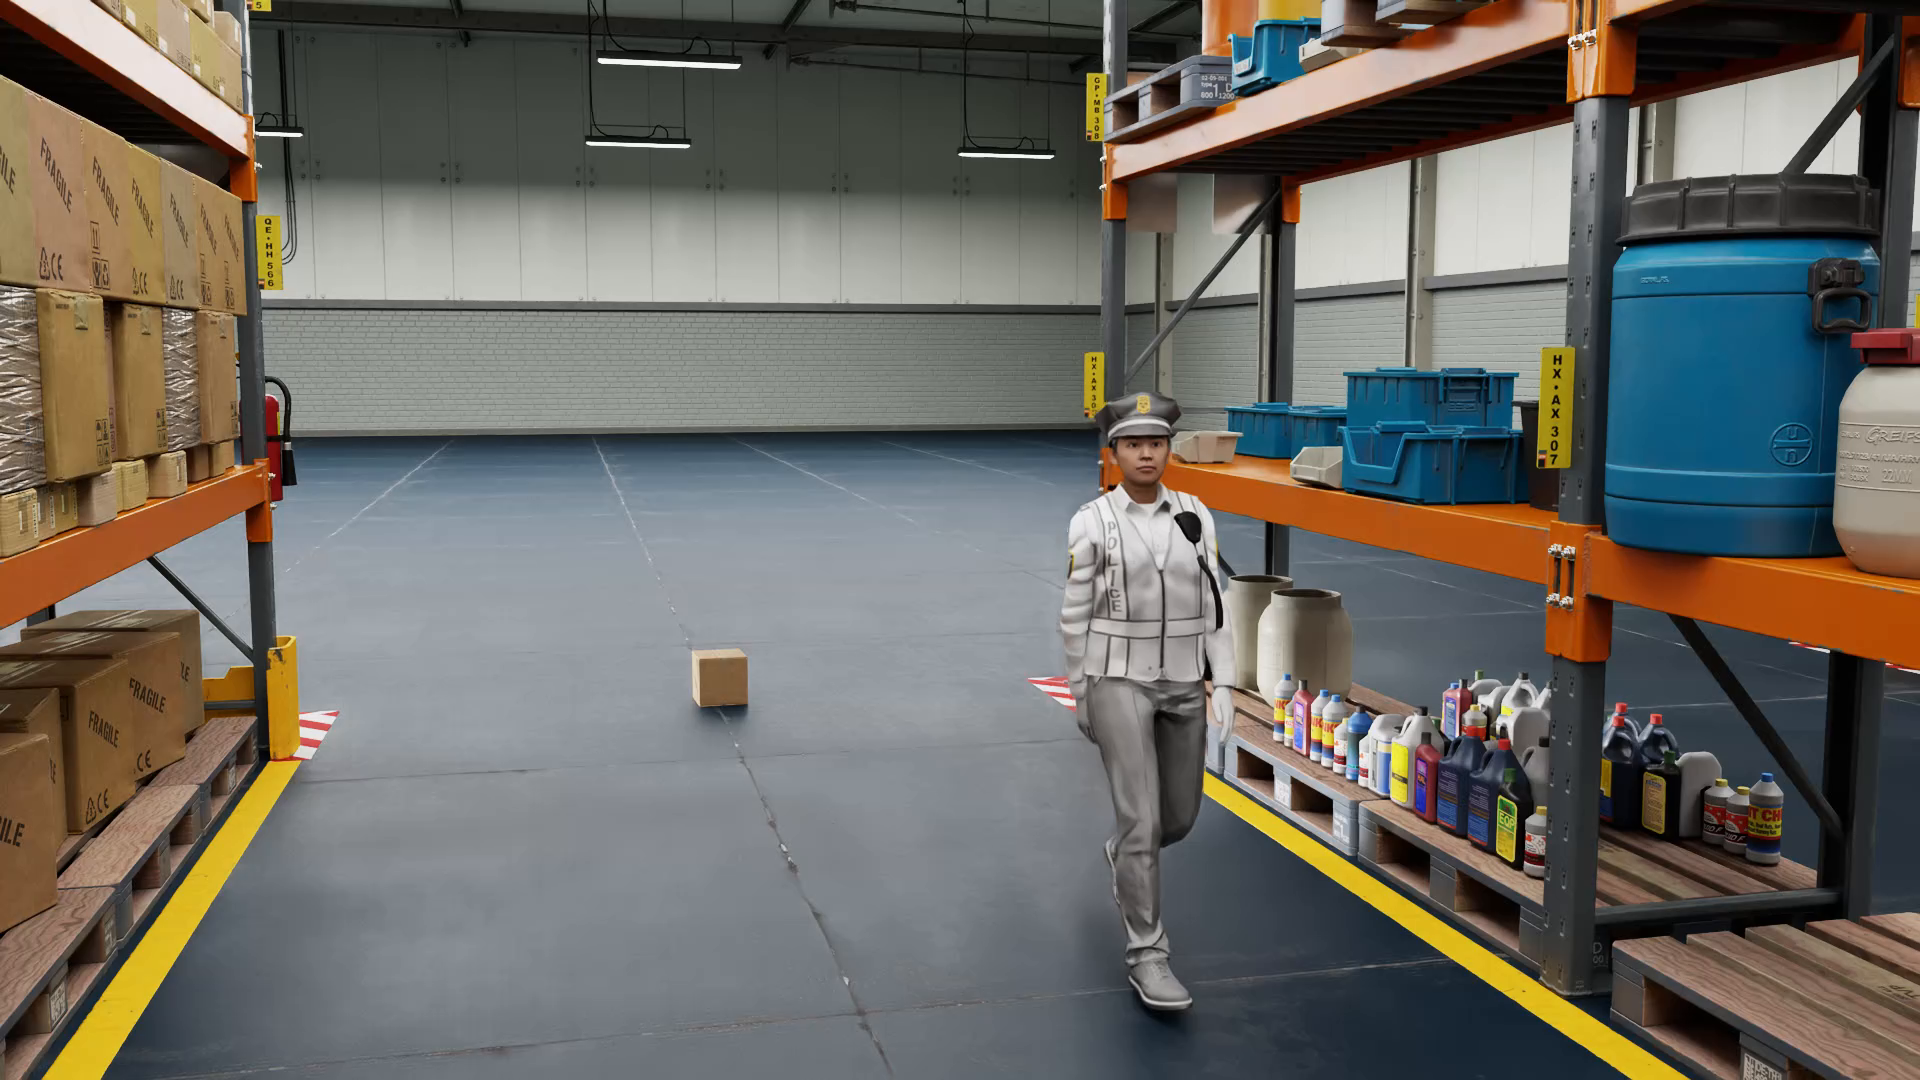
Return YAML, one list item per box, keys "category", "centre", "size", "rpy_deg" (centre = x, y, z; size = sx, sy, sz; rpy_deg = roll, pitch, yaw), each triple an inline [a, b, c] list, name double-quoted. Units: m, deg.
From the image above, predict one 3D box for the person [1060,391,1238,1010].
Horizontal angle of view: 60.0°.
- category: "person"
  centre: [0.533, 0.403, 4.777]
  size: [0.465, 1.656, 0.862]
  rpy_deg: [-2, 6, -16]
